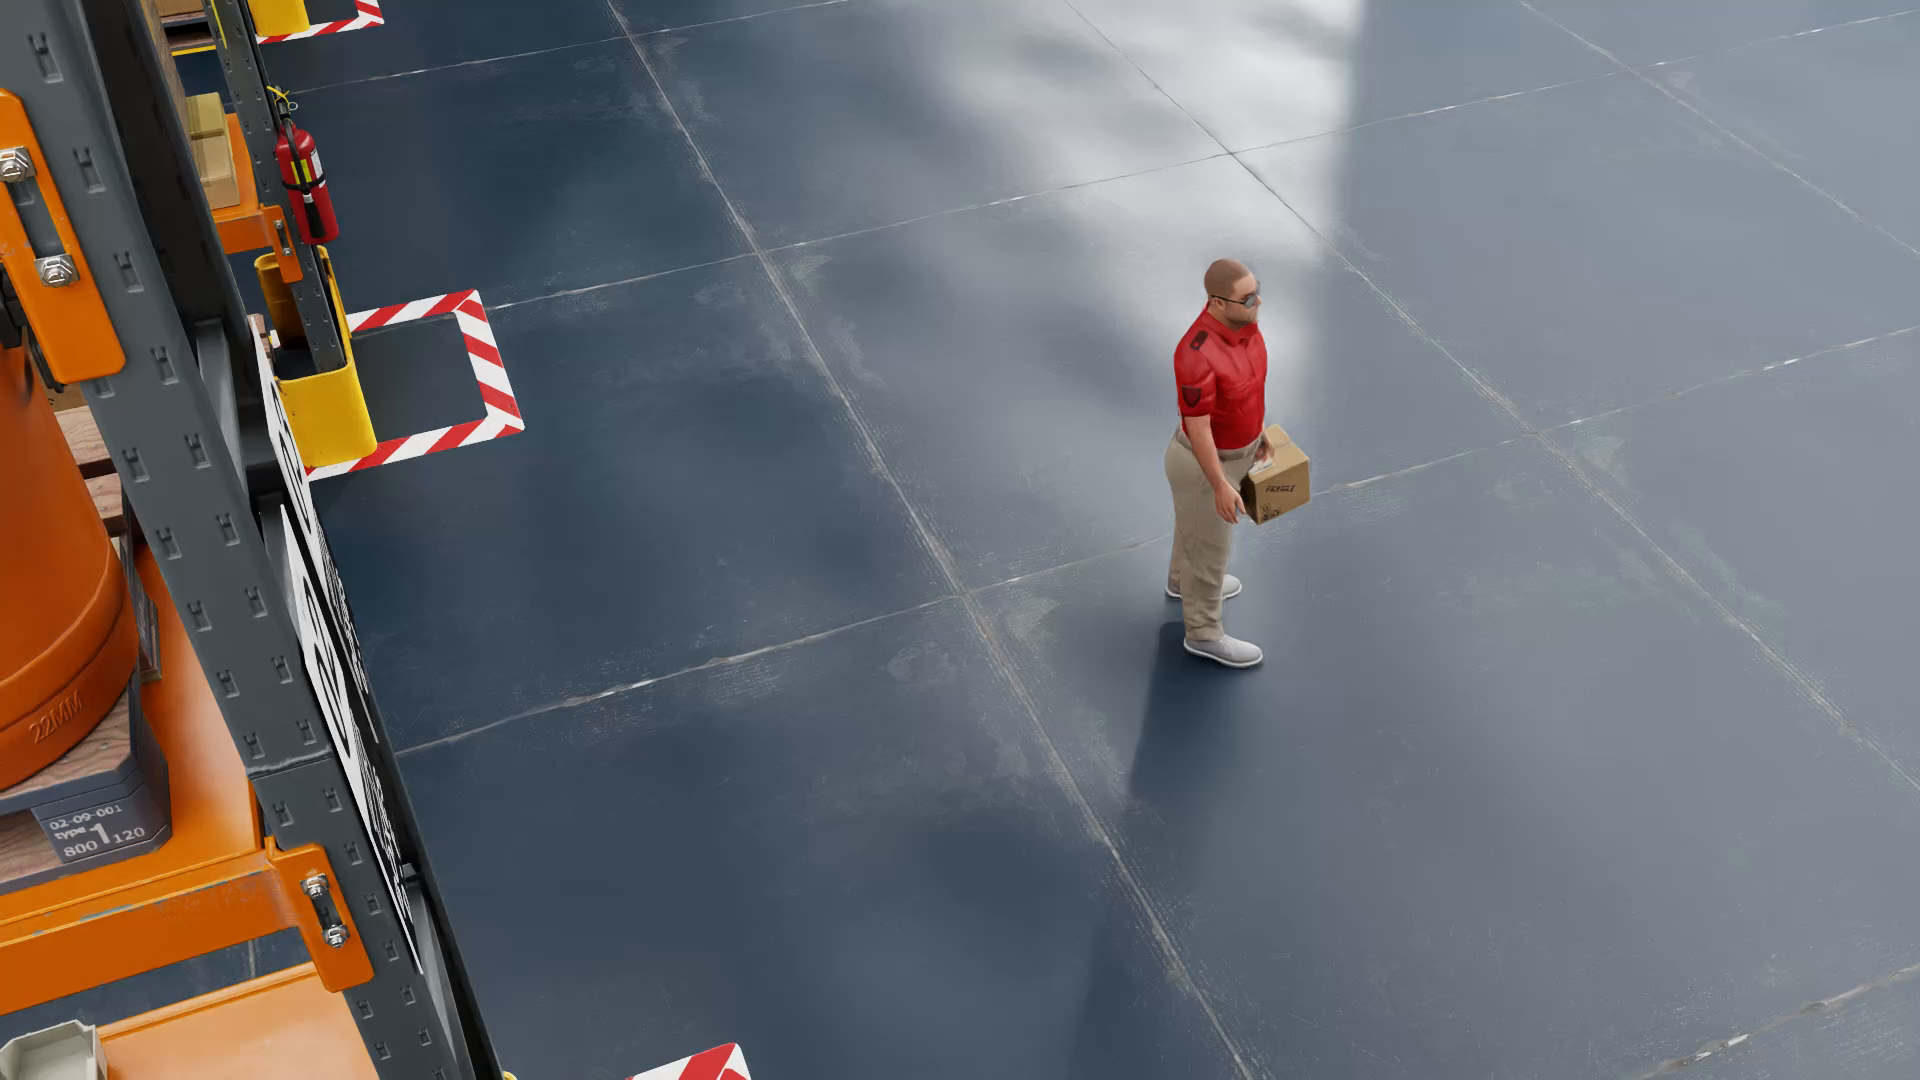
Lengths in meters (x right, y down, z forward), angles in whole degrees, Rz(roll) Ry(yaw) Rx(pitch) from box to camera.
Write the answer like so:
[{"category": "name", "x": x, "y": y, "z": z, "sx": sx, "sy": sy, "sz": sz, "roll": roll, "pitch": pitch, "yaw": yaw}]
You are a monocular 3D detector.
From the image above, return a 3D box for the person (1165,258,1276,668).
[{"category": "person", "x": 1.086, "y": -0.307, "z": 6.497, "sx": 0.523, "sy": 1.730, "sz": 0.576, "roll": 19, "pitch": 45, "yaw": 20}]
